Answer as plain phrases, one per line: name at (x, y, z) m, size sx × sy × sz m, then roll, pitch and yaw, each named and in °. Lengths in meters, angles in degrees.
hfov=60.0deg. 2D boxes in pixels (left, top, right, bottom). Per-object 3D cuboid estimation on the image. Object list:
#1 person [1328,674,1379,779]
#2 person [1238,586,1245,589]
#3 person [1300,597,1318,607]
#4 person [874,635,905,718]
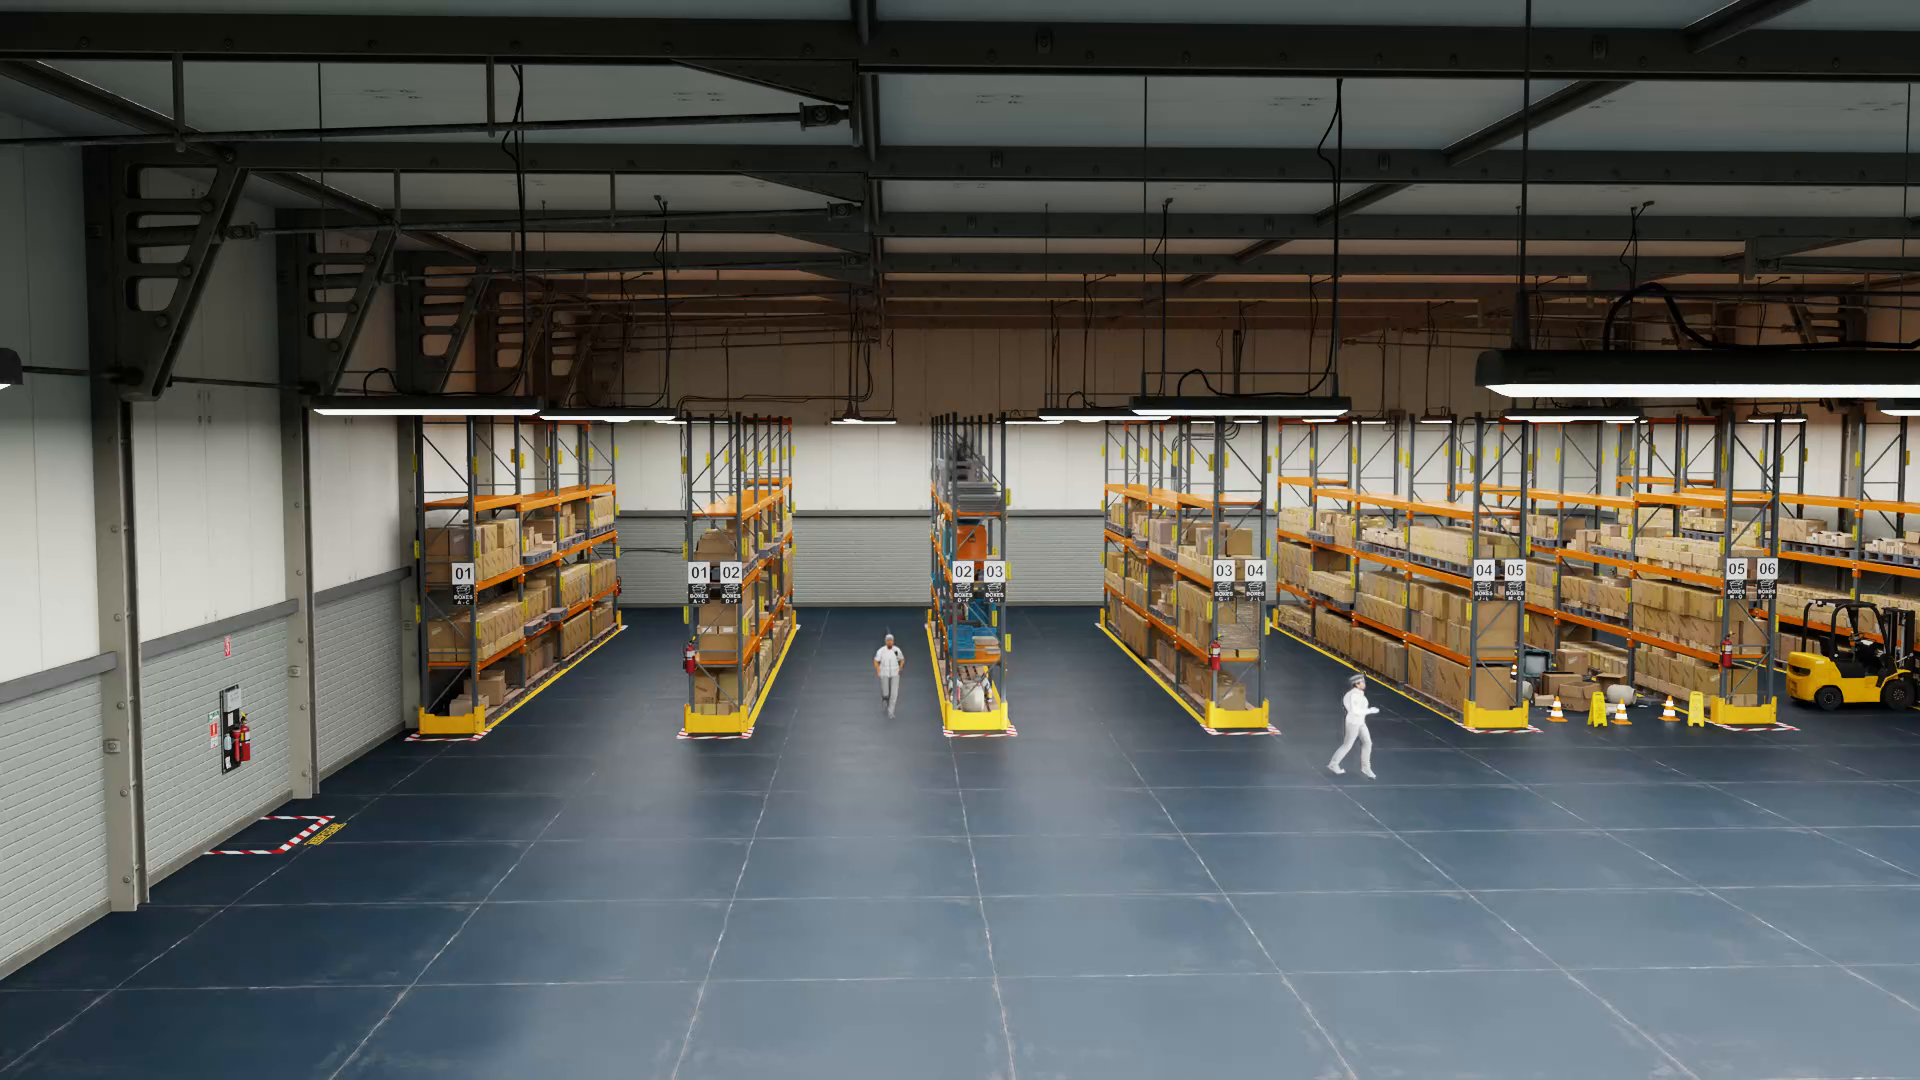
person at (6.434, 3.032, 27.126) m, size 0.816 × 1.737 × 0.557 m, roll 2°, pitch 4°, yaw 26°
person at (7.886, 1.654, 48.194) m, size 0.769 × 1.563 × 0.547 m, roll 2°, pitch 4°, yaw 29°
person at (10.317, 1.540, 49.074) m, size 0.847 × 1.730 × 0.561 m, roll 0°, pitch 4°, yaw 2°
person at (-1.392, 2.682, 32.978) m, size 0.615 × 1.630 × 0.587 m, roll -1°, pitch 4°, yaw -8°
